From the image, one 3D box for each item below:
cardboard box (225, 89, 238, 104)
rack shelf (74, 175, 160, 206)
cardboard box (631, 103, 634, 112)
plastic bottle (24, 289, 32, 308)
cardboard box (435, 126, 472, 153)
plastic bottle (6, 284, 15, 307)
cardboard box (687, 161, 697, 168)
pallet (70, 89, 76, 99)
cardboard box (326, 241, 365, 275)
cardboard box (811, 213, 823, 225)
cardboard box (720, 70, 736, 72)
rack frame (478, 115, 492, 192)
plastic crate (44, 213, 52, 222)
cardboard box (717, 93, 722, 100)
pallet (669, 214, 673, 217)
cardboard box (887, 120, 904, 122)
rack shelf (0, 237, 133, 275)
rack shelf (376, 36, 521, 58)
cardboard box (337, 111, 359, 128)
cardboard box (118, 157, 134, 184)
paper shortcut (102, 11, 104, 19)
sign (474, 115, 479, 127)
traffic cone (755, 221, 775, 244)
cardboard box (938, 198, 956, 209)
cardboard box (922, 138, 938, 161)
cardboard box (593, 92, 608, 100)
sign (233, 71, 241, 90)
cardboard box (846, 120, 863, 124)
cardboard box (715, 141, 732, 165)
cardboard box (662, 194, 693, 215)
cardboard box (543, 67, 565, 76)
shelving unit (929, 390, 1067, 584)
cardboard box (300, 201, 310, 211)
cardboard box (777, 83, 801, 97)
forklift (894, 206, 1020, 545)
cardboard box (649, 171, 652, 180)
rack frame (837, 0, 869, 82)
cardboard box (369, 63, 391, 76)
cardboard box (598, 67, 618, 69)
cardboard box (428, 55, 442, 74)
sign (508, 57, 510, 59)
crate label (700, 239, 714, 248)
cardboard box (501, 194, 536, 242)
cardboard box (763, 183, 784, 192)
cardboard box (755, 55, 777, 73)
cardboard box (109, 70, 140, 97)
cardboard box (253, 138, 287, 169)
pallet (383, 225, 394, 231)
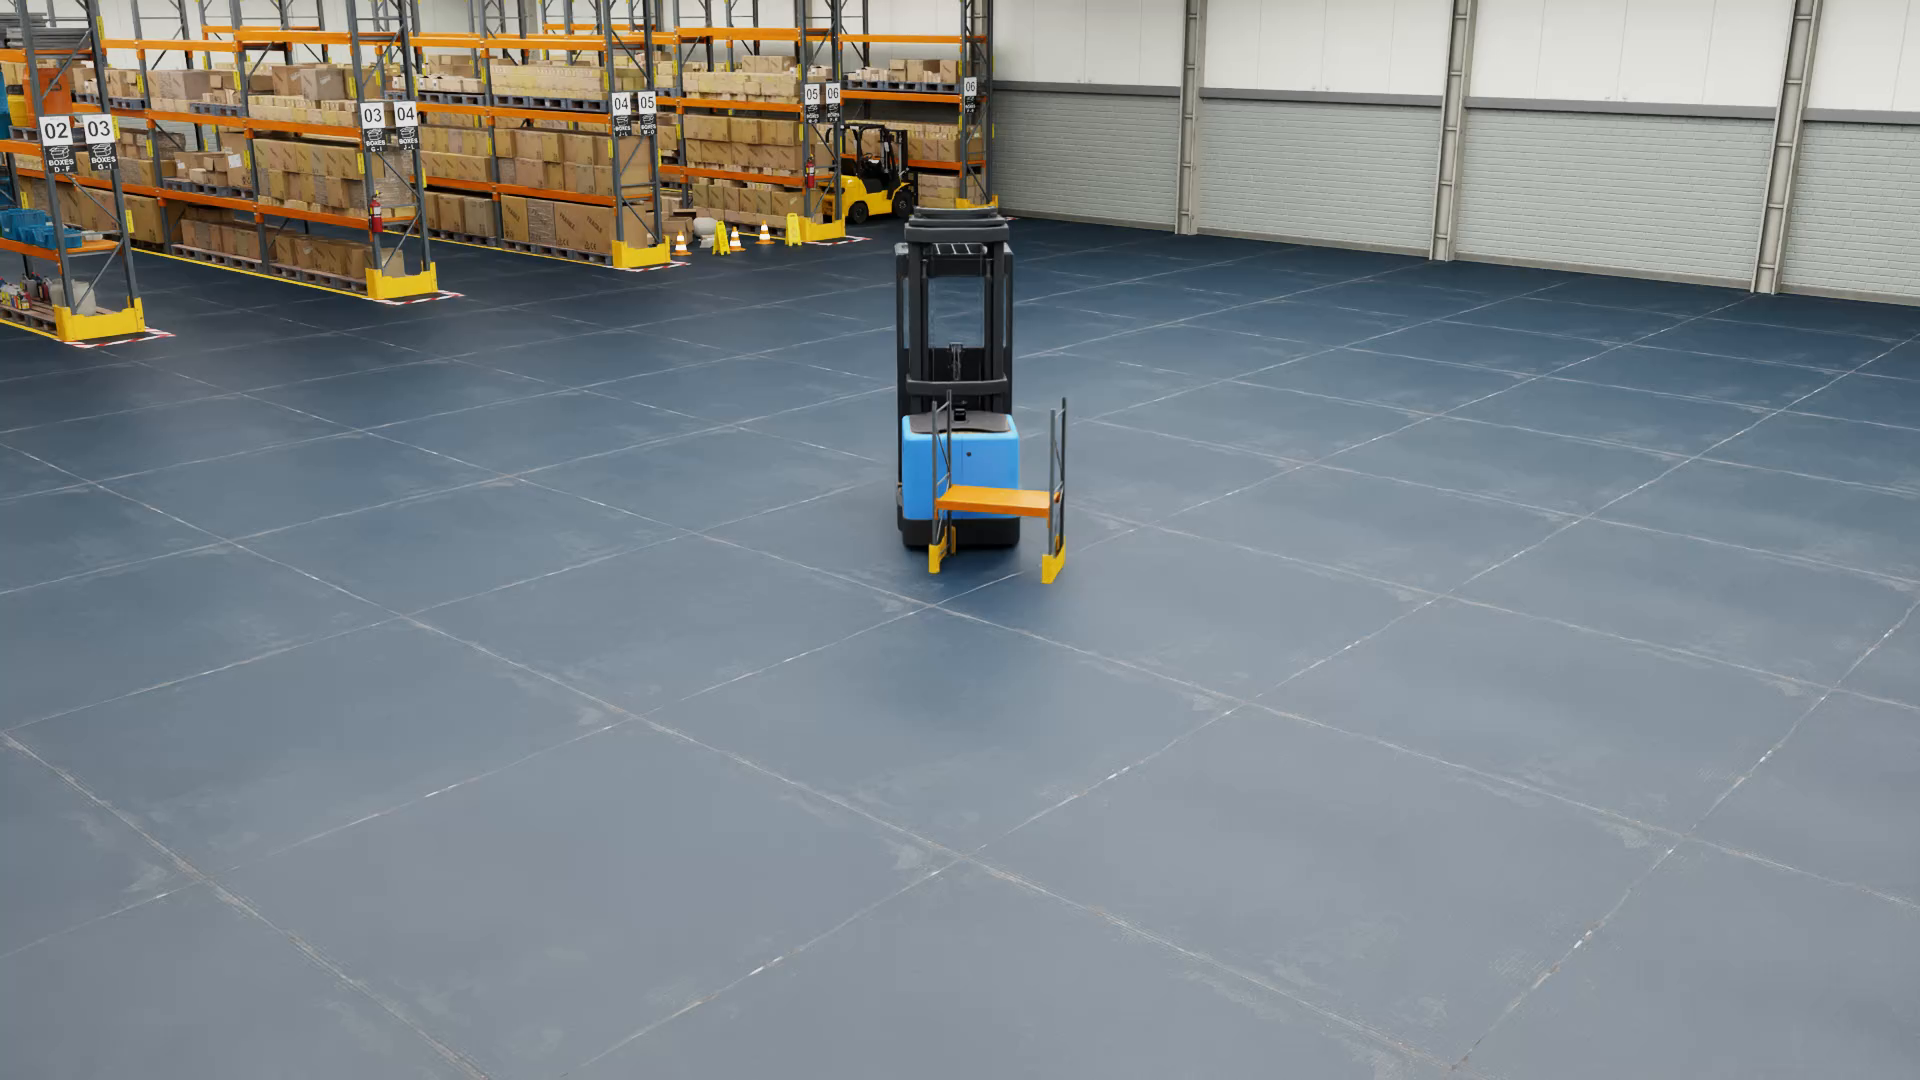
[{"bbox_3d":[-13.248,-8.157,30.564,0.258,0.266,0.396,16,24,41],"label":"cardboard box"},{"bbox_3d":[-16.967,-7.287,34.443,4.000,0.370,1.077,15,23,39],"label":"rack shelf"},{"bbox_3d":[-9.530,-12.185,47.201,0.500,0.500,0.500,14,23,38],"label":"cardboard box"},{"bbox_3d":[-14.539,-3.767,25.925,0.133,0.283,0.061,15,23,39],"label":"plastic bottle"},{"bbox_3d":[-10.627,-8.456,35.118,0.500,0.500,0.700,15,23,39],"label":"cardboard box"},{"bbox_3d":[-14.840,-3.835,26.028,0.185,0.351,0.144,16,24,41],"label":"plastic bottle"},{"bbox_3d":[-5.878,-8.412,37.213,0.250,0.149,0.380,15,23,39],"label":"cardboard box"},{"bbox_3d":[-19.067,-9.586,35.684,1.213,0.211,1.003,15,23,39],"label":"pallet"},{"bbox_3d":[-10.869,-5.003,29.492,0.500,0.500,0.500,-16,23,-41],"label":"cardboard box"},{"bbox_3d":[-3.329,-6.979,36.132,0.500,0.250,0.500,15,23,39],"label":"cardboard box"},{"bbox_3d":[-6.026,-12.160,43.236,0.250,0.149,0.380,16,23,40],"label":"cardboard box"},{"bbox_3d":[-11.884,-10.274,42.664,0.127,3.000,1.000,15,23,39],"label":"rack frame"},{"bbox_3d":[-14.758,-5.073,26.523,0.616,0.251,0.499,15,23,39],"label":"plastic crate"},{"bbox_3d":[-5.060,-9.654,36.168,0.250,0.149,0.380,14,22,38],"label":"cardboard box"},{"bbox_3d":[-6.484,-7.494,38.516,1.213,0.211,1.003,15,23,39],"label":"pallet"},{"bbox_3d":[-1.574,-10.148,40.539,0.250,0.149,0.380,14,23,38],"label":"cardboard box"},{"bbox_3d":[-14.271,-4.560,25.850,4.000,0.370,1.077,15,23,39],"label":"rack shelf"},{"bbox_3d":[-10.607,-10.255,34.537,4.000,0.370,1.077,15,23,39],"label":"rack shelf"},{"bbox_3d":[-10.016,-7.020,27.700,0.500,0.250,0.500,16,23,40],"label":"cardboard box"},{"bbox_3d":[-16.764,-7.524,33.835,0.500,0.500,0.500,14,22,38],"label":"cardboard box"},{"bbox_3d":[-16.807,-10.301,32.601,0.078,0.170,0.009,-25,-14,39],"label":"paper shortcut"},{"bbox_3d":[-12.252,-10.598,42.124,0.005,0.325,0.100,15,23,39],"label":"sign"},{"bbox_3d":[-4.087,-6.450,34.808,0.334,0.463,0.336,15,23,39],"label":"traffic cone"},{"bbox_3d":[-0.178,-7.901,39.037,0.500,0.250,0.500,15,23,40],"label":"cardboard box"},{"bbox_3d":[-0.542,-9.182,39.057,0.500,0.500,0.500,16,24,41],"label":"cardboard box"},{"bbox_3d":[-6.593,-8.272,30.954,0.250,0.149,0.380,15,23,39],"label":"cardboard box"},{"bbox_3d":[-12.845,-8.163,29.548,0.005,0.325,0.100,15,23,39],"label":"sign"},{"bbox_3d":[-2.568,-10.159,40.572,0.250,0.149,0.380,16,23,40],"label":"cardboard box"},{"bbox_3d":[-4.999,-8.506,36.438,0.500,0.500,0.500,15,23,39],"label":"cardboard box"},{"bbox_3d":[-6.295,-7.720,38.267,0.625,0.372,0.950,15,23,40],"label":"cardboard box"},{"bbox_3d":[-7.737,-8.959,31.800,0.250,0.149,0.380,15,23,40],"label":"cardboard box"},{"bbox_3d":[0.327,-0.471,14.254,1.083,1.500,0.587,5,18,15],"label":"shelving unit"},{"bbox_3d":[-11.387,-5.896,29.286,0.250,0.149,0.380,15,23,39],"label":"cardboard box"},{"bbox_3d":[-3.471,-9.406,34.728,0.500,0.250,0.500,15,23,39],"label":"cardboard box"},{"bbox_3d":[-0.065,-1.743,15.898,1.130,2.935,3.031,-1,18,-3],"label":"forklift"},{"bbox_3d":[-8.380,-10.258,46.053,0.500,0.500,0.500,16,24,42],"label":"cardboard box"},{"bbox_3d":[-2.609,-12.651,40.236,0.127,3.000,1.000,15,23,39],"label":"rack frame"},{"bbox_3d":[-12.578,-10.195,36.027,0.258,0.266,0.396,15,23,39],"label":"cardboard box"},{"bbox_3d":[-6.725,-8.954,31.784,0.250,0.149,0.380,15,23,40],"label":"cardboard box"},{"bbox_3d":[-13.468,-12.364,43.265,0.500,0.500,0.500,16,23,40],"label":"cardboard box"},{"bbox_3d":[-11.532,-12.225,42.477,0.005,0.325,0.100,15,23,39],"label":"sign"},{"bbox_3d":[-5.199,-6.119,34.304,0.298,0.136,0.250,4,18,11],"label":"crate label"},{"bbox_3d":[-8.687,-6.573,33.820,0.875,0.875,0.875,15,23,40],"label":"cardboard box"},{"bbox_3d":[-4.001,-7.581,35.718,0.250,0.149,0.380,16,24,41],"label":"cardboard box"},{"bbox_3d":[-4.777,-12.040,42.247,0.500,0.500,0.700,14,23,38],"label":"cardboard box"},{"bbox_3d":[-16.679,-9.166,33.354,0.500,0.500,0.500,17,24,42],"label":"cardboard box"},{"bbox_3d":[-12.311,-6.944,29.861,0.500,0.500,0.500,15,23,39],"label":"cardboard box"},{"bbox_3d":[-12.686,-7.159,37.458,1.213,0.211,1.003,15,23,39],"label":"pallet"}]
